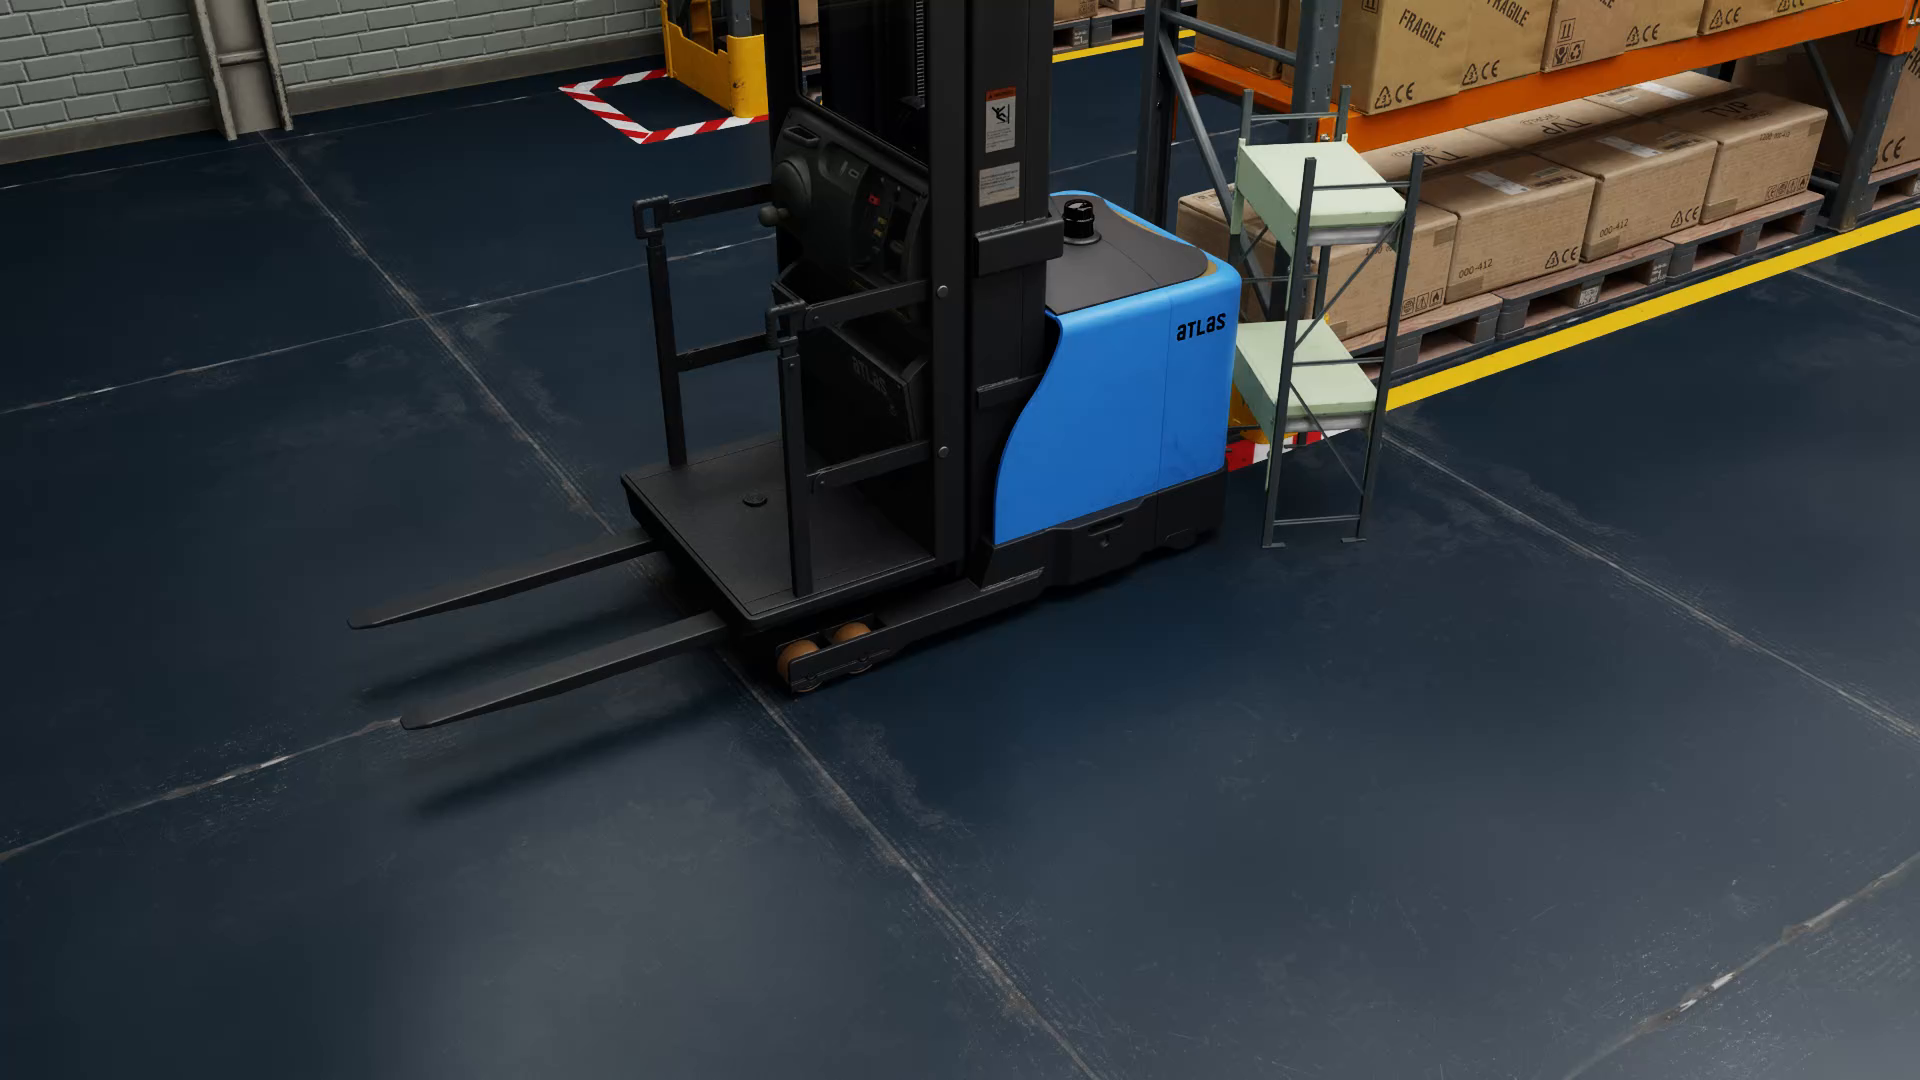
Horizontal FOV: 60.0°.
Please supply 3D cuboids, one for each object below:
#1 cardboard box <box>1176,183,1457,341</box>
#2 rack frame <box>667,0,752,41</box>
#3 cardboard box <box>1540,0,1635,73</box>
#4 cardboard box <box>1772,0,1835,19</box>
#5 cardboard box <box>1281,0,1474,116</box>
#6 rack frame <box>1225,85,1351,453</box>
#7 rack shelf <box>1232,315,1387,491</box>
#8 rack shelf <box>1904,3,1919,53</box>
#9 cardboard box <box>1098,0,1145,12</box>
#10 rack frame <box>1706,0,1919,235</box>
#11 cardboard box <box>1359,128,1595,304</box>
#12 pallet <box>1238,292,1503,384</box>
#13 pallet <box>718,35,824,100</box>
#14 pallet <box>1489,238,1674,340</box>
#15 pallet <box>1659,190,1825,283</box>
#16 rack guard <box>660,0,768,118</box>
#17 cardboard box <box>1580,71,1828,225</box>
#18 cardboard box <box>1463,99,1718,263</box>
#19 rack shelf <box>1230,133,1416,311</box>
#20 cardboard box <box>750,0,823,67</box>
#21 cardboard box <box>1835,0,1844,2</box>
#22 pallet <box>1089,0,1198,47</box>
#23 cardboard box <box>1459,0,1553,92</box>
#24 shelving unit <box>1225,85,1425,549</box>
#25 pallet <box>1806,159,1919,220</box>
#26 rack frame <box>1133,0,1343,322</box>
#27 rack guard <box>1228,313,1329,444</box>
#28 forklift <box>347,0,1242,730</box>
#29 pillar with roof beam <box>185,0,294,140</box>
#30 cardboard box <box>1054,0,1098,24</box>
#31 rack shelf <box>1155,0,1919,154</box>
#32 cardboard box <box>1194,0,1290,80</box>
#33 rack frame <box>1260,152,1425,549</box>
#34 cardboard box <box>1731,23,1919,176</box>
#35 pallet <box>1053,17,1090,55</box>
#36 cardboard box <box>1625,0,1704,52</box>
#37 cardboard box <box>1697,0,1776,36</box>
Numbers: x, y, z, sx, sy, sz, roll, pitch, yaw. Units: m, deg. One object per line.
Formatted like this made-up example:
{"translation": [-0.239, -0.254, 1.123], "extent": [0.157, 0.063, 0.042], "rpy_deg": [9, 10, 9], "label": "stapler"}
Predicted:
{"translation": [1.584, -1.299, 7.506], "extent": [0.875, 0.438, 0.875], "rpy_deg": [-20, 38, -29], "label": "cardboard box"}
{"translation": [-1.609, -4.194, 10.087], "extent": [0.127, 3.000, 1.000], "rpy_deg": [-19, 37, -27], "label": "rack frame"}
{"translation": [2.490, -2.319, 7.022], "extent": [0.500, 0.500, 0.500], "rpy_deg": [-19, 37, -28], "label": "cardboard box"}
{"translation": [3.765, -2.768, 7.733], "extent": [0.500, 0.500, 0.500], "rpy_deg": [-20, 37, -28], "label": "cardboard box"}
{"translation": [1.643, -2.022, 6.550], "extent": [0.500, 0.500, 0.500], "rpy_deg": [-19, 37, -28], "label": "cardboard box"}
{"translation": [1.226, -1.008, 6.441], "extent": [0.400, 1.500, 0.023], "rpy_deg": [-4, 32, -6], "label": "rack frame"}
{"translation": [1.274, -0.538, 6.308], "extent": [0.431, 0.370, 0.720], "rpy_deg": [-4, 32, -6], "label": "rack shelf"}
{"translation": [6.127, -3.400, 9.502], "extent": [4.000, 0.370, 1.077], "rpy_deg": [-19, 37, -27], "label": "rack shelf"}
{"translation": [1.144, -3.976, 11.910], "extent": [0.258, 0.266, 0.396], "rpy_deg": [-18, 36, -26], "label": "cardboard box"}
{"translation": [4.446, -3.126, 8.394], "extent": [0.127, 3.000, 1.000], "rpy_deg": [-19, 37, -27], "label": "rack frame"}
{"translation": [2.349, -1.567, 7.931], "extent": [0.875, 0.438, 0.875], "rpy_deg": [-18, 36, -26], "label": "cardboard box"}
{"translation": [1.713, -1.056, 7.727], "extent": [1.213, 0.211, 1.003], "rpy_deg": [-19, 37, -27], "label": "pallet"}
{"translation": [-0.875, -3.268, 11.232], "extent": [1.213, 0.211, 1.003], "rpy_deg": [-19, 37, -27], "label": "pallet"}
{"translation": [2.738, -1.407, 8.282], "extent": [1.213, 0.211, 1.003], "rpy_deg": [-19, 37, -27], "label": "pallet"}
{"translation": [3.764, -1.762, 8.845], "extent": [1.213, 0.211, 1.003], "rpy_deg": [-19, 37, -27], "label": "pallet"}
{"translation": [-1.545, -3.159, 10.789], "extent": [0.348, 0.500, 1.175], "rpy_deg": [-19, 37, -27], "label": "rack guard"}
{"translation": [3.860, -2.086, 8.754], "extent": [0.875, 0.438, 0.875], "rpy_deg": [-20, 37, -28], "label": "cardboard box"}
{"translation": [3.108, -1.827, 8.343], "extent": [0.875, 0.438, 0.875], "rpy_deg": [-20, 37, -29], "label": "cardboard box"}
{"translation": [1.274, -1.144, 5.926], "extent": [0.431, 0.370, 0.720], "rpy_deg": [-4, 32, -6], "label": "rack shelf"}
{"translation": [-1.043, -3.450, 10.854], "extent": [0.637, 0.503, 0.797], "rpy_deg": [-21, 38, -29], "label": "cardboard box"}
{"translation": [4.194, -2.919, 7.973], "extent": [0.500, 0.500, 0.500], "rpy_deg": [-19, 37, -27], "label": "cardboard box"}
{"translation": [1.176, -3.973, 12.351], "extent": [1.213, 0.211, 1.003], "rpy_deg": [-19, 37, -27], "label": "pallet"}
{"translation": [2.053, -2.180, 6.801], "extent": [0.500, 0.500, 0.500], "rpy_deg": [-20, 37, -28], "label": "cardboard box"}
{"translation": [1.274, -0.814, 6.134], "extent": [0.431, 1.500, 0.755], "rpy_deg": [-4, 32, -6], "label": "shelving unit"}
{"translation": [5.054, -2.203, 9.545], "extent": [1.213, 0.211, 1.003], "rpy_deg": [-19, 37, -27], "label": "pallet"}
{"translation": [1.084, -1.969, 6.561], "extent": [0.127, 3.000, 1.000], "rpy_deg": [-19, 37, -27], "label": "rack frame"}
{"translation": [1.064, -0.905, 7.217], "extent": [0.348, 0.500, 1.175], "rpy_deg": [-19, 37, -27], "label": "rack guard"}
{"translation": [-0.536, -1.064, 5.189], "extent": [3.031, 2.935, 1.130], "rpy_deg": [-18, 37, -26], "label": "forklift"}
{"translation": [-2.031, -4.426, 4.832], "extent": [0.400, 9.000, 9.100], "rpy_deg": [-19, 37, -27], "label": "pillar with roof beam"}
{"translation": [0.569, -3.979, 11.695], "extent": [0.500, 0.500, 0.700], "rpy_deg": [-20, 38, -29], "label": "cardboard box"}
{"translation": [2.765, -2.243, 7.669], "extent": [4.000, 0.370, 1.077], "rpy_deg": [-19, 37, -27], "label": "rack shelf"}
{"translation": [1.346, -2.270, 6.943], "extent": [0.500, 0.500, 0.500], "rpy_deg": [-19, 37, -27], "label": "cardboard box"}
{"translation": [1.323, -0.620, 5.828], "extent": [0.400, 1.500, 0.023], "rpy_deg": [-4, 32, -6], "label": "rack frame"}
{"translation": [4.924, -2.620, 9.189], "extent": [0.875, 0.875, 0.875], "rpy_deg": [-18, 36, -26], "label": "cardboard box"}
{"translation": [0.149, -3.618, 11.788], "extent": [1.213, 0.211, 1.003], "rpy_deg": [-19, 37, -27], "label": "pallet"}
{"translation": [2.902, -2.472, 7.263], "extent": [0.500, 0.500, 0.500], "rpy_deg": [-18, 36, -26], "label": "cardboard box"}
{"translation": [3.350, -2.616, 7.492], "extent": [0.500, 0.500, 0.500], "rpy_deg": [-20, 37, -28], "label": "cardboard box"}
